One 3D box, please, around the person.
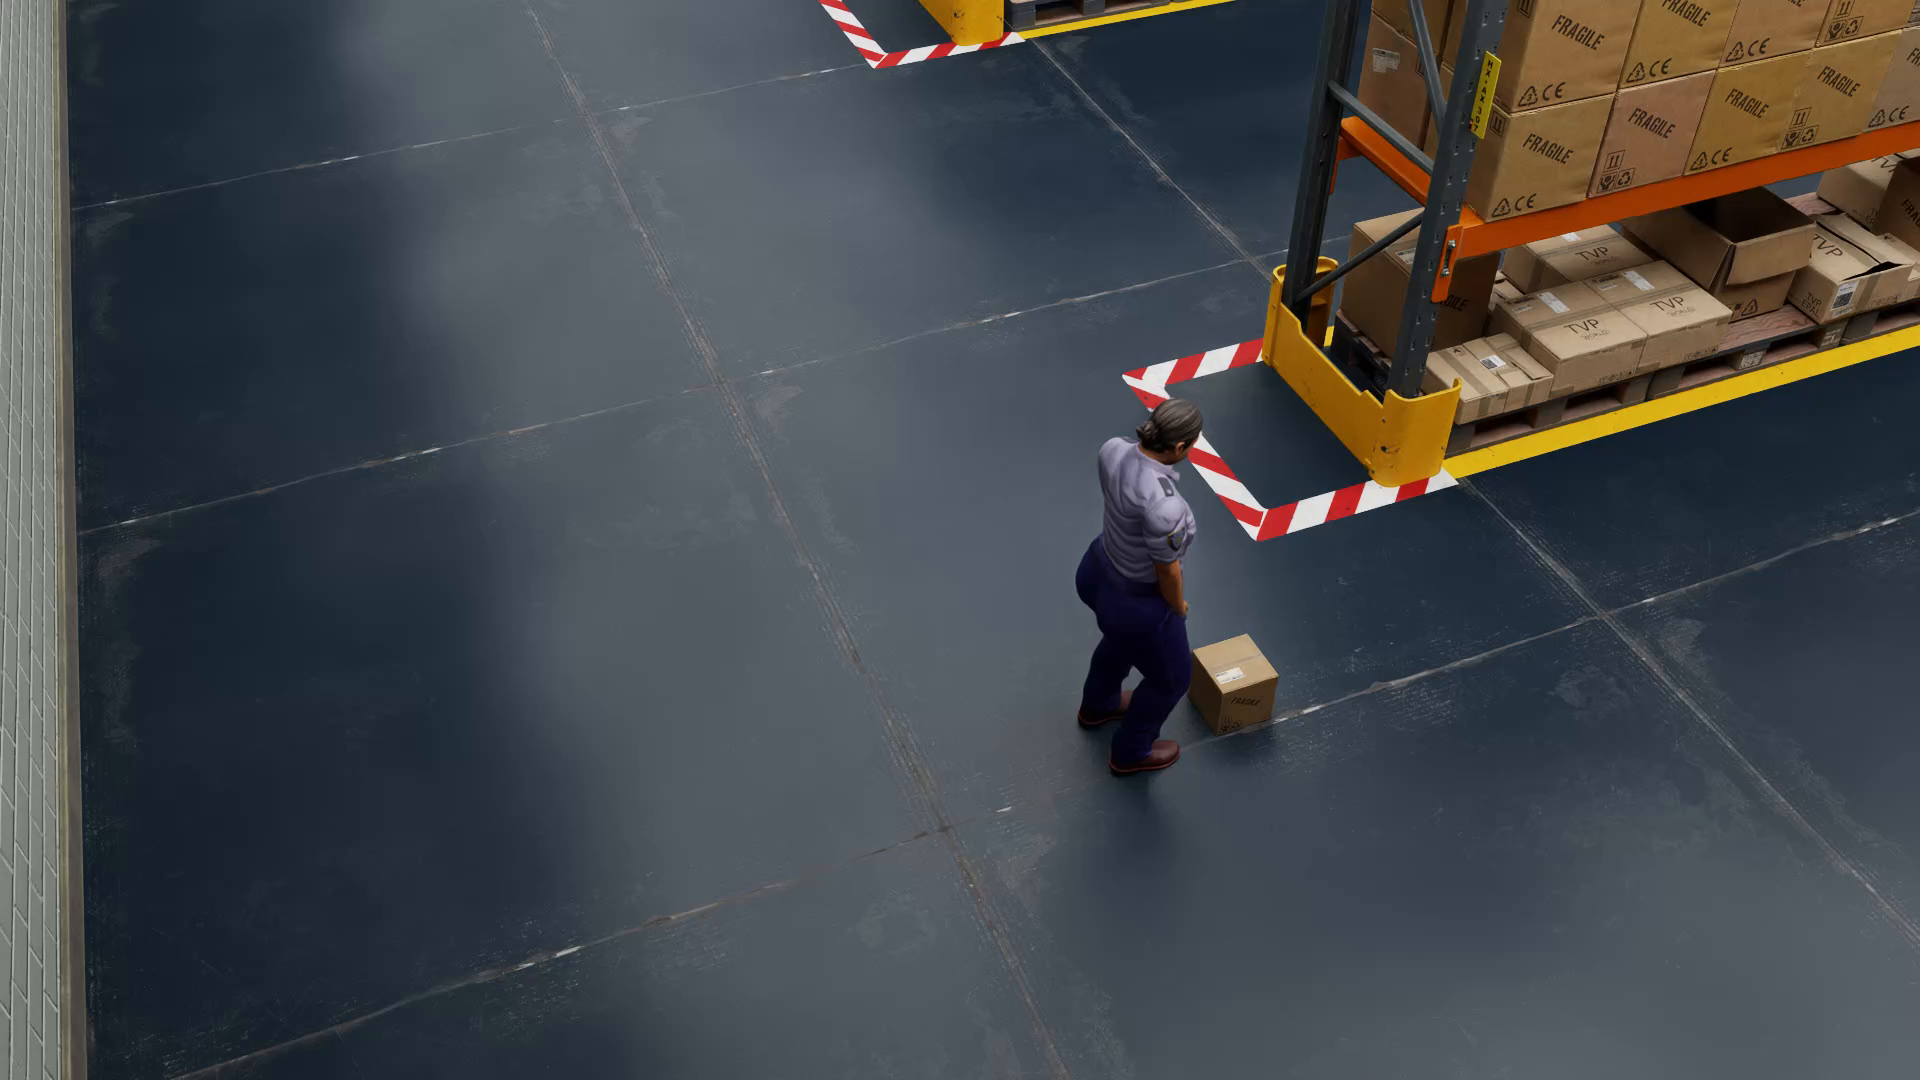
[{"bbox_3d":[0.629,0.172,6.030,0.390,1.597,0.496,-14,44,-15],"label":"person"}]
